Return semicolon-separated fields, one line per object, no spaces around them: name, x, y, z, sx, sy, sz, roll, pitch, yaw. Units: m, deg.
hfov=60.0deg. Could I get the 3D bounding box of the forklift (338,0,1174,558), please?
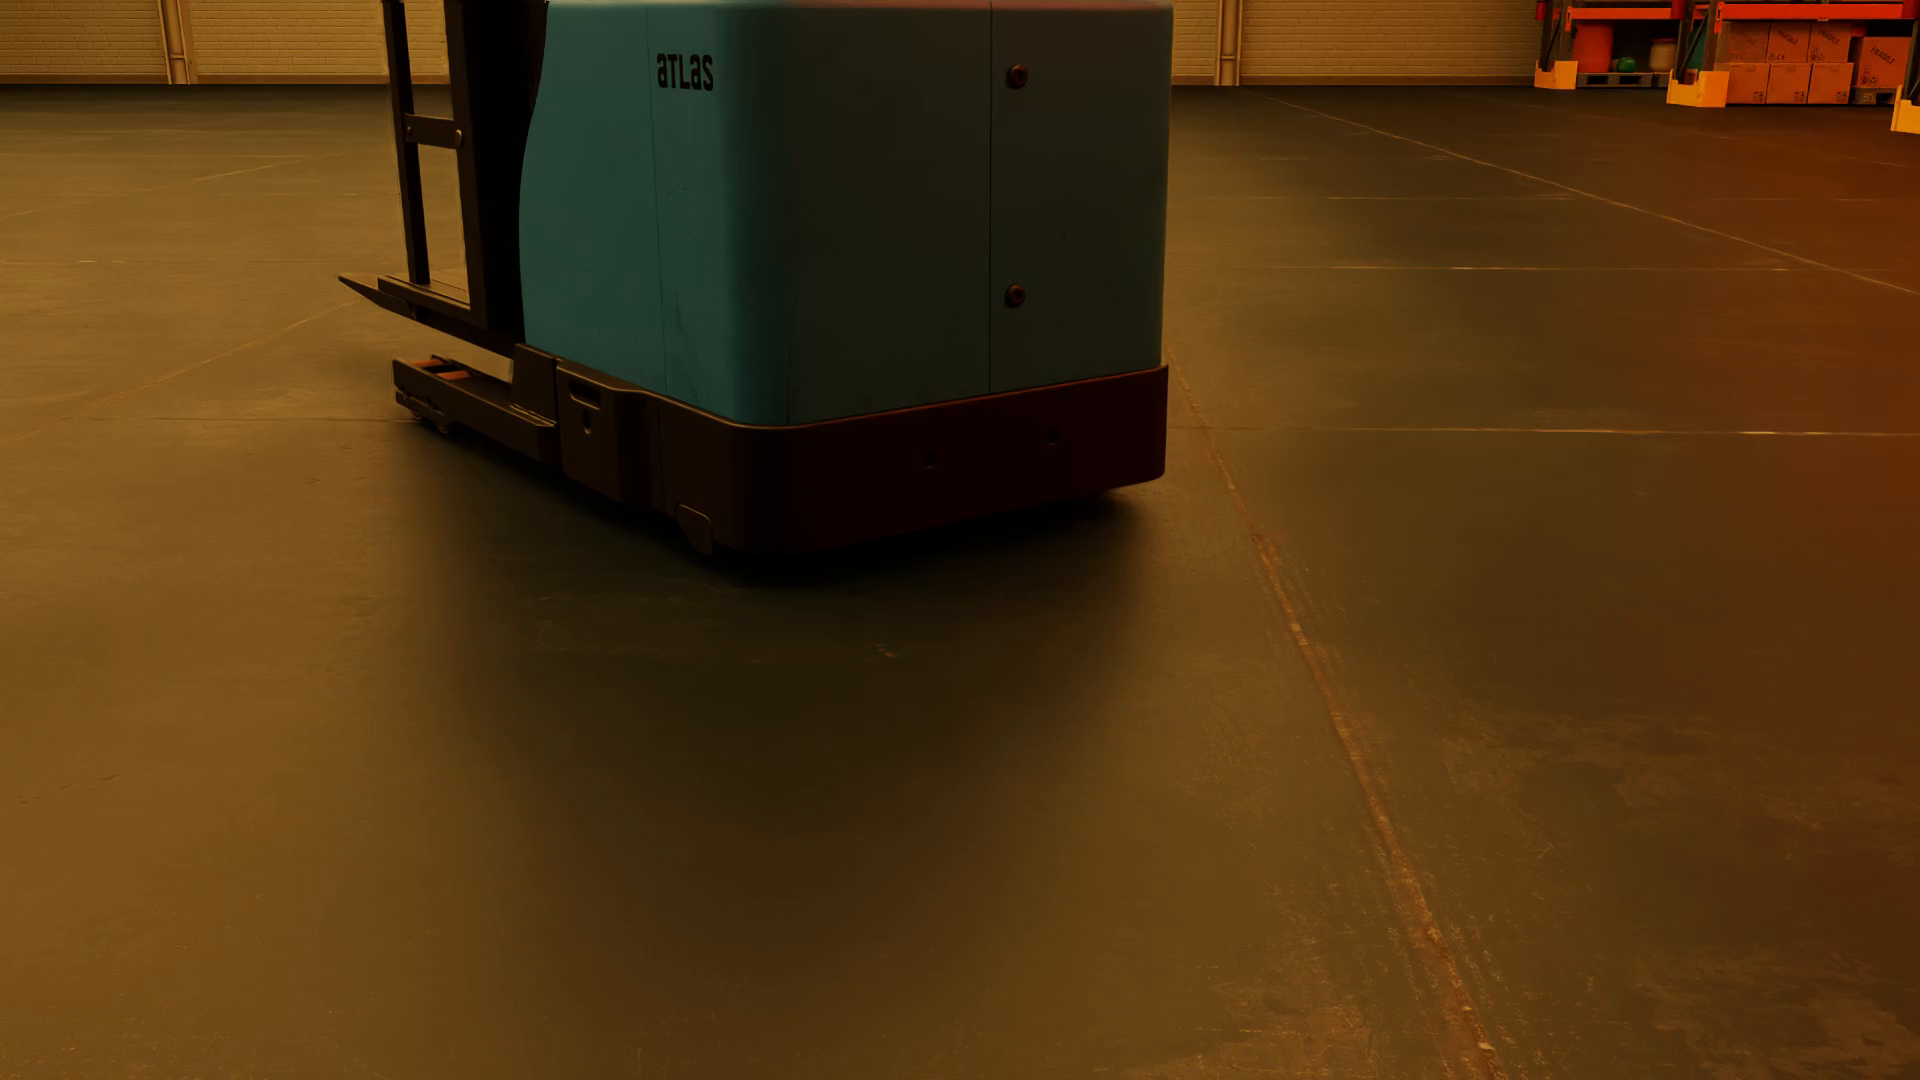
forklift;-0.837;-1.742;4.039;1.130;2.935;3.031;-12;21;-35
